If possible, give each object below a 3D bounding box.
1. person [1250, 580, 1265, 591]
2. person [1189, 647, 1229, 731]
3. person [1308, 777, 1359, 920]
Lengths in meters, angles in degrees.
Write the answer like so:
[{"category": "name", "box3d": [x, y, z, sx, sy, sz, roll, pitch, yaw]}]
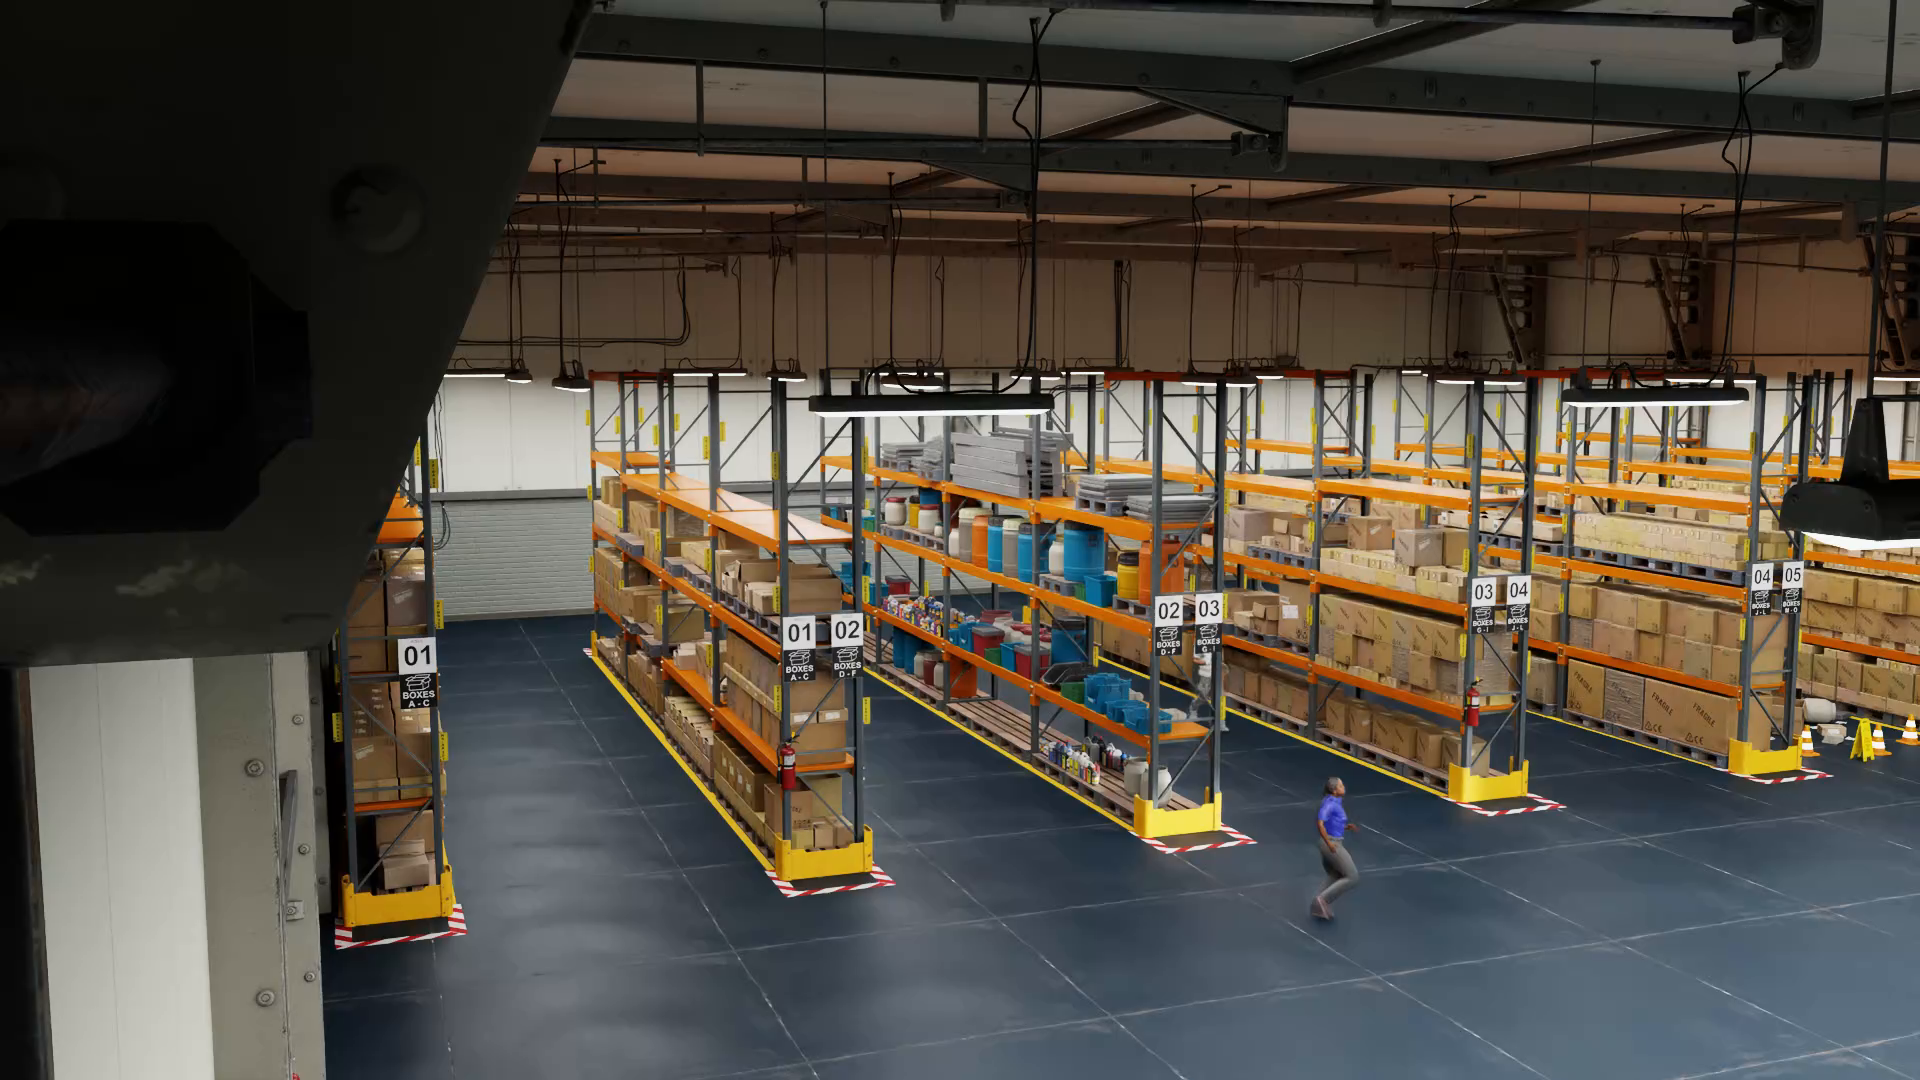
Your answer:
[{"category": "person", "box3d": [7.508, 0.838, 41.897, 0.709, 1.749, 0.627, -2, 7, -17]}, {"category": "person", "box3d": [4.230, 2.297, 28.084, 0.696, 1.761, 0.991, -3, 7, -22]}, {"category": "person", "box3d": [4.191, 3.442, 18.598, 0.536, 1.621, 0.628, 1, 6, 8]}]
